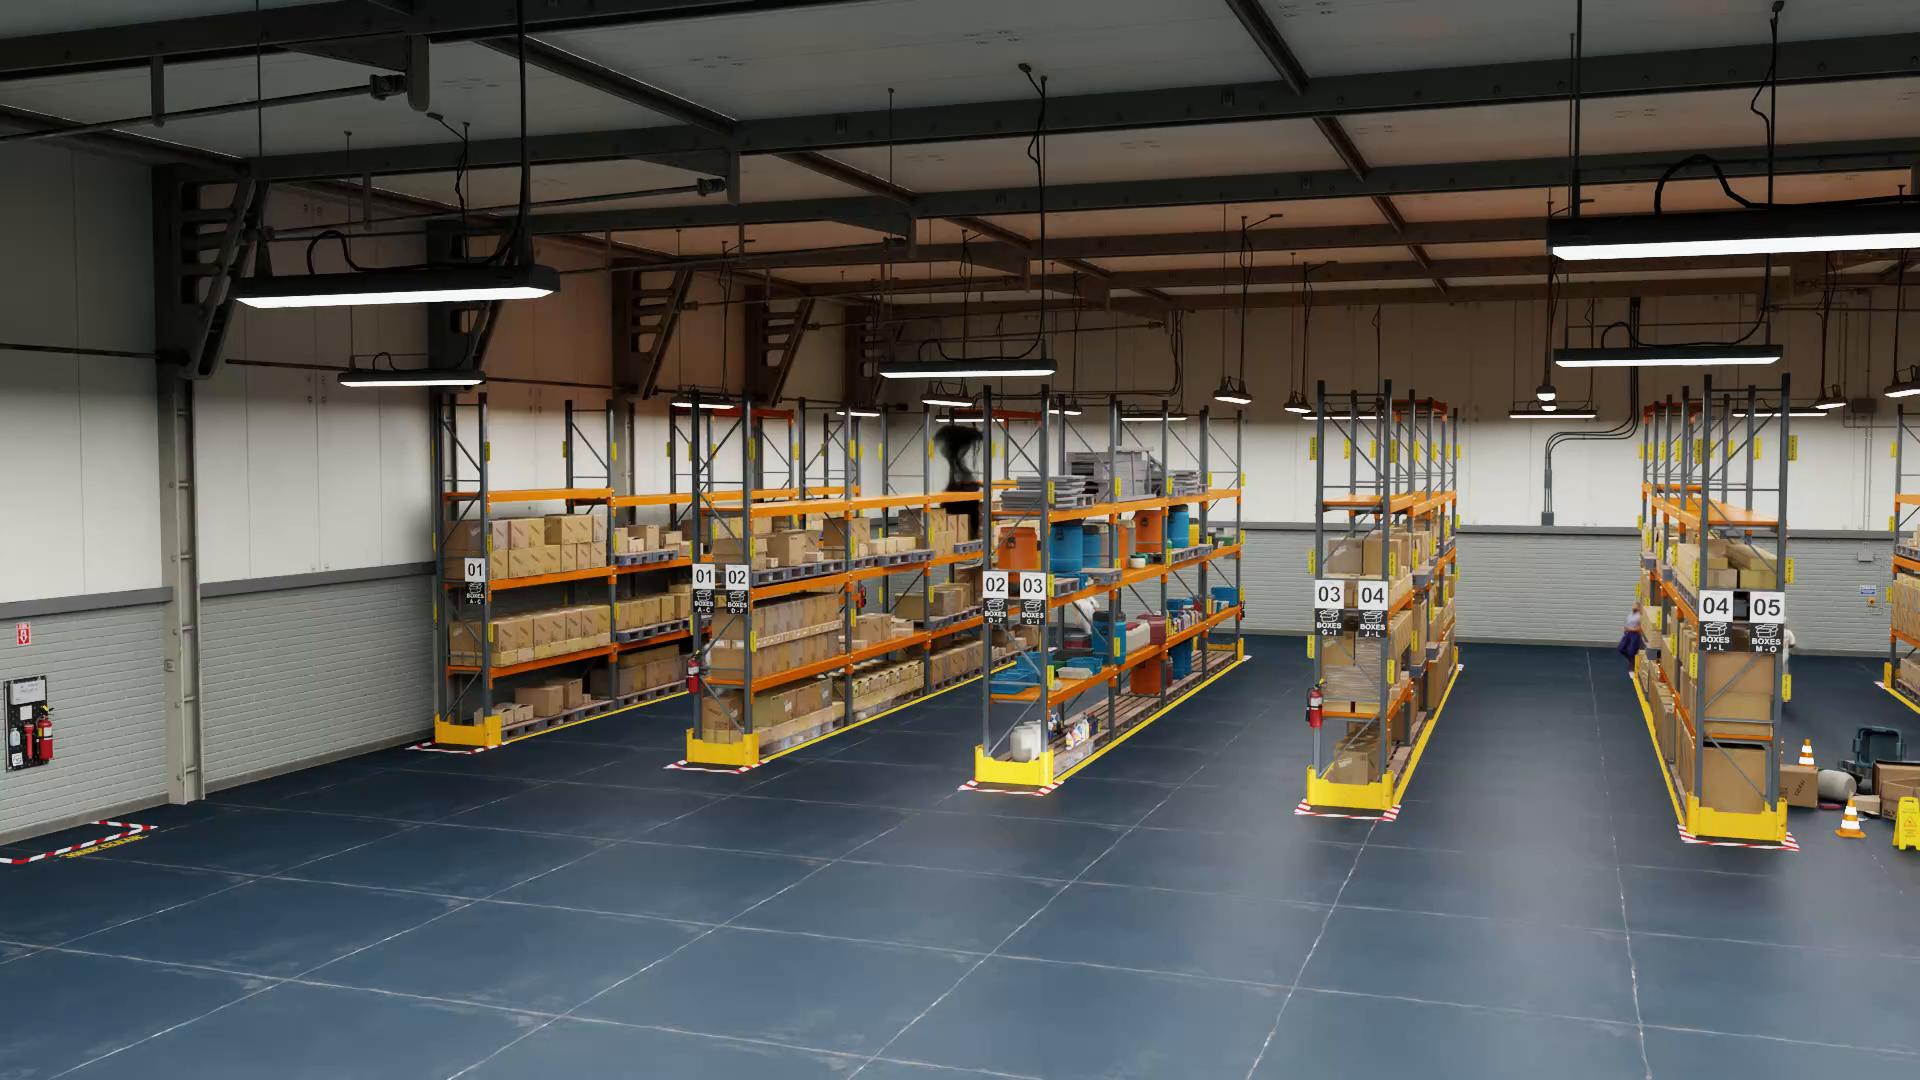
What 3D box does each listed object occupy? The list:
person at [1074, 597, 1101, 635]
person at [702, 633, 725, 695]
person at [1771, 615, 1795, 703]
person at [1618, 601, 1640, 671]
[{"bbox_3d":[3.161,2.018,41.028,0.673,1.606,0.813,0,3,-5],"label":"person"},{"bbox_3d":[-4.376,2.519,30.207,0.681,1.775,1.125,1,3,14],"label":"person"},{"bbox_3d":[16.155,2.375,32.903,0.671,1.829,0.901,1,3,19],"label":"person"},{"bbox_3d":[15.322,2.195,37.832,0.516,1.607,0.586,-1,3,-23],"label":"person"}]
